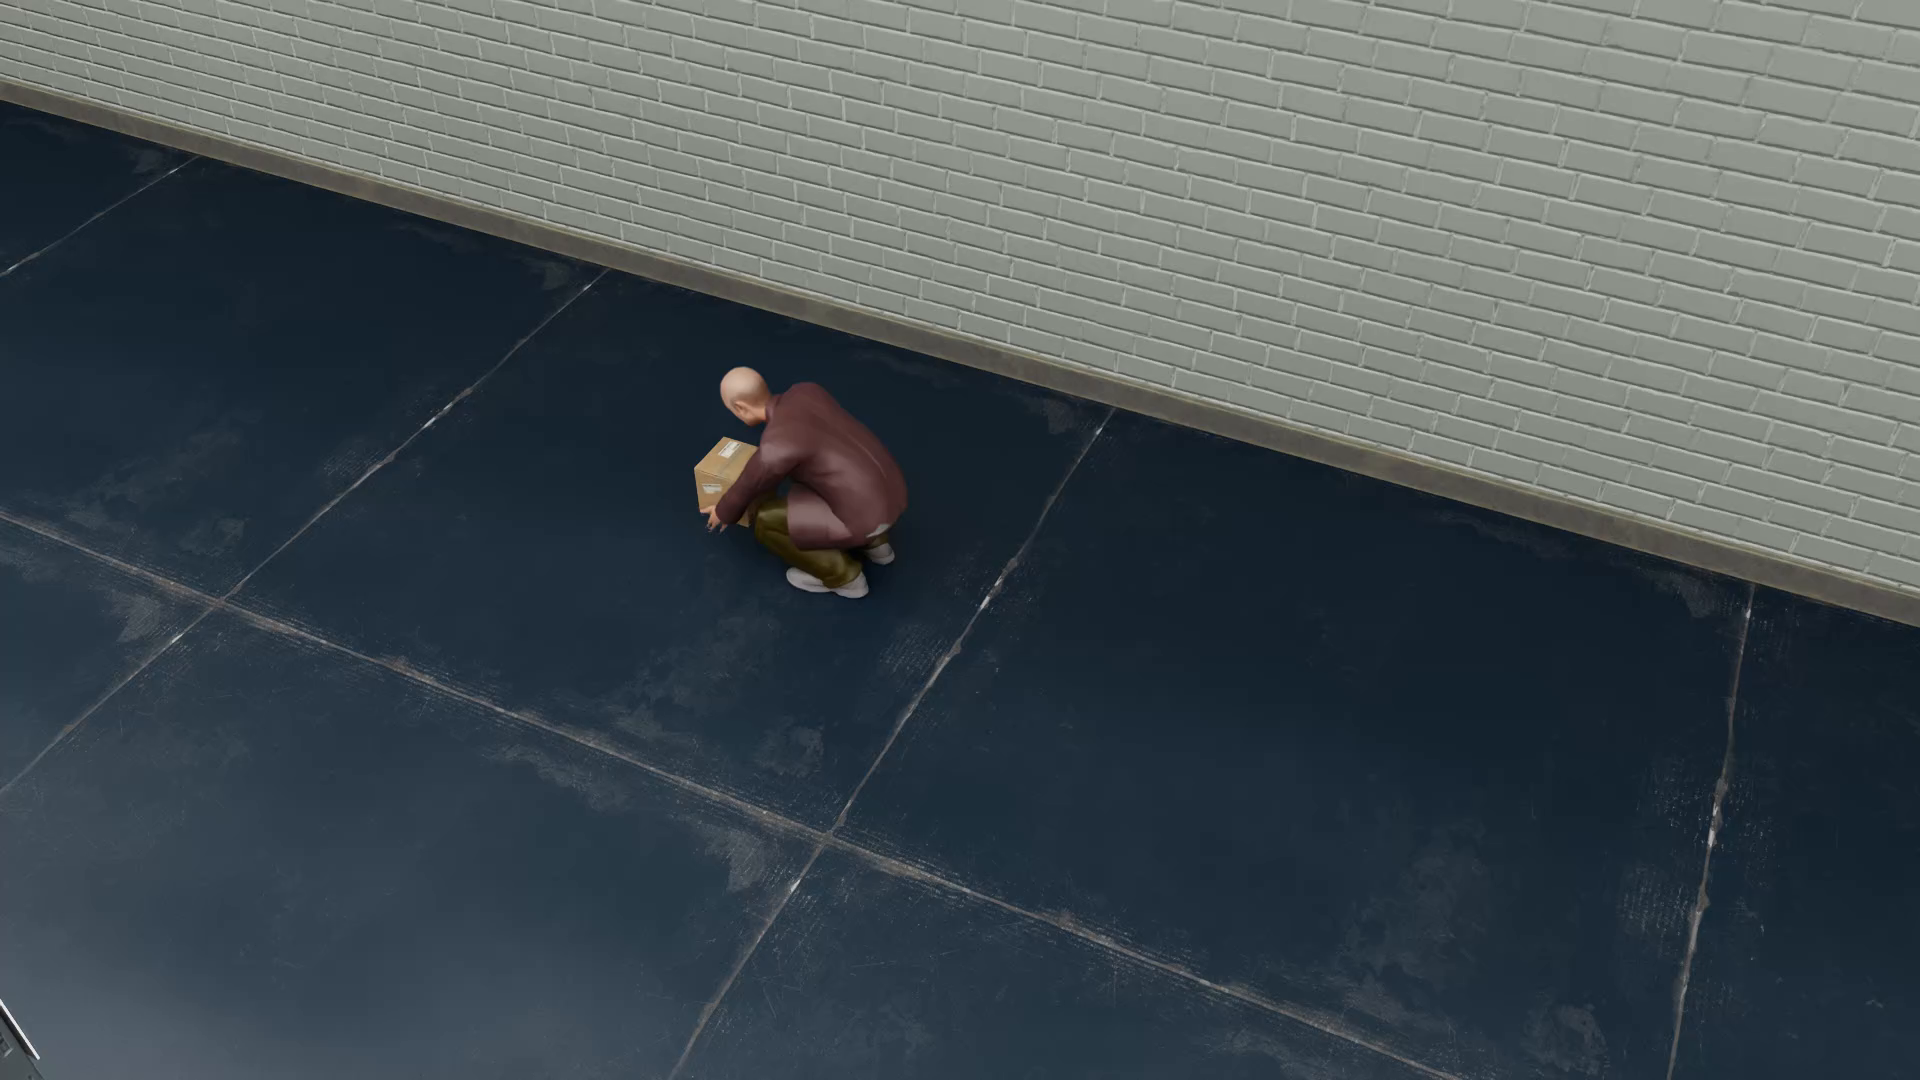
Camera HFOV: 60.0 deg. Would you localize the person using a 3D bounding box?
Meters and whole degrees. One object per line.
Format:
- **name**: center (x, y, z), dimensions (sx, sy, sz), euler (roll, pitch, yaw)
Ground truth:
- **person**: center (-0.665, -0.289, 7.093), dimensions (0.913, 0.999, 0.590), euler (17, 44, 18)
